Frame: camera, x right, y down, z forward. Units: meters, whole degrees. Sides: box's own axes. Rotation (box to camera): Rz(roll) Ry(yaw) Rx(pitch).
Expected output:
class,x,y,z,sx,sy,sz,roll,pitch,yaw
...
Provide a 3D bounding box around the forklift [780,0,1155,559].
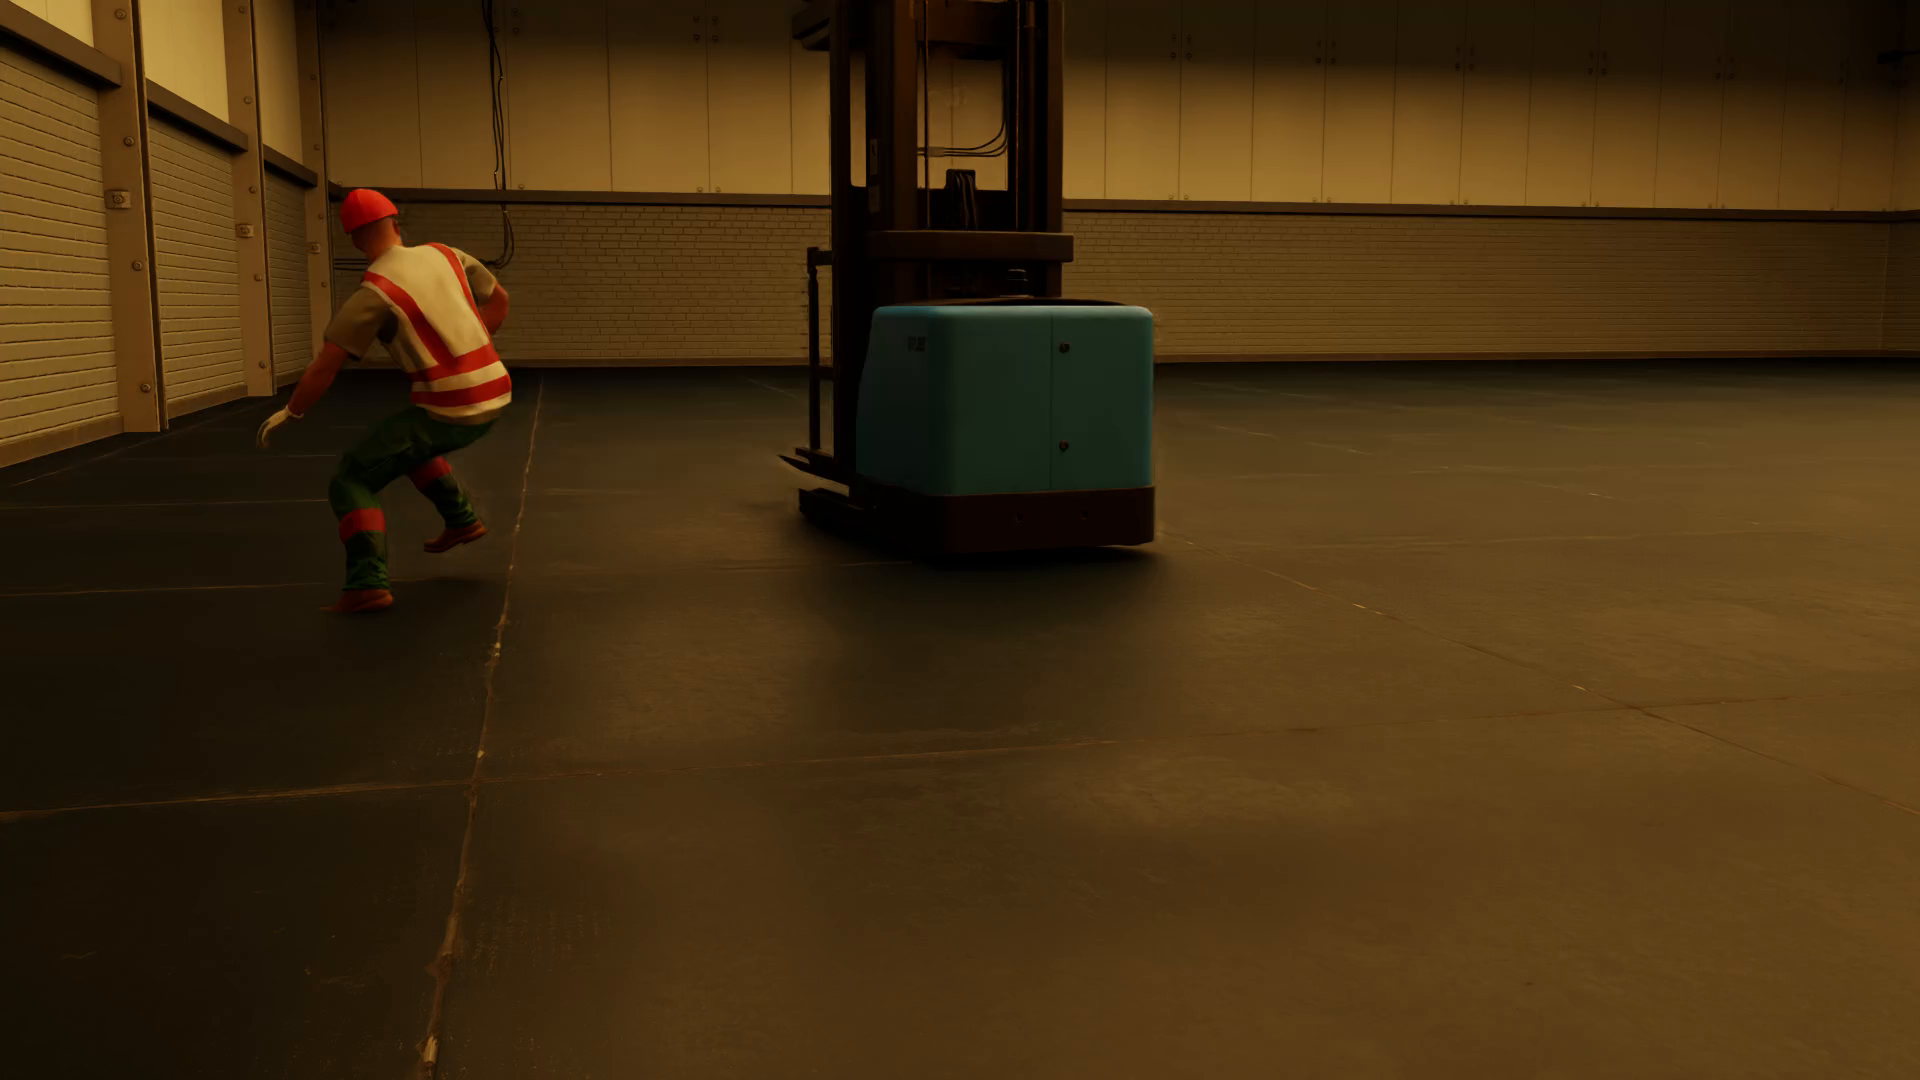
class,x,y,z,sx,sy,sz,roll,pitch,yaw
forklift,-0.169,-1.540,8.138,1.130,2.935,3.031,-3,9,-21

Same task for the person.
class,x,y,z,sx,sy,sz,roll,pitch,yaw
person,-2.093,-0.523,6.192,0.707,1.544,0.887,3,8,20
